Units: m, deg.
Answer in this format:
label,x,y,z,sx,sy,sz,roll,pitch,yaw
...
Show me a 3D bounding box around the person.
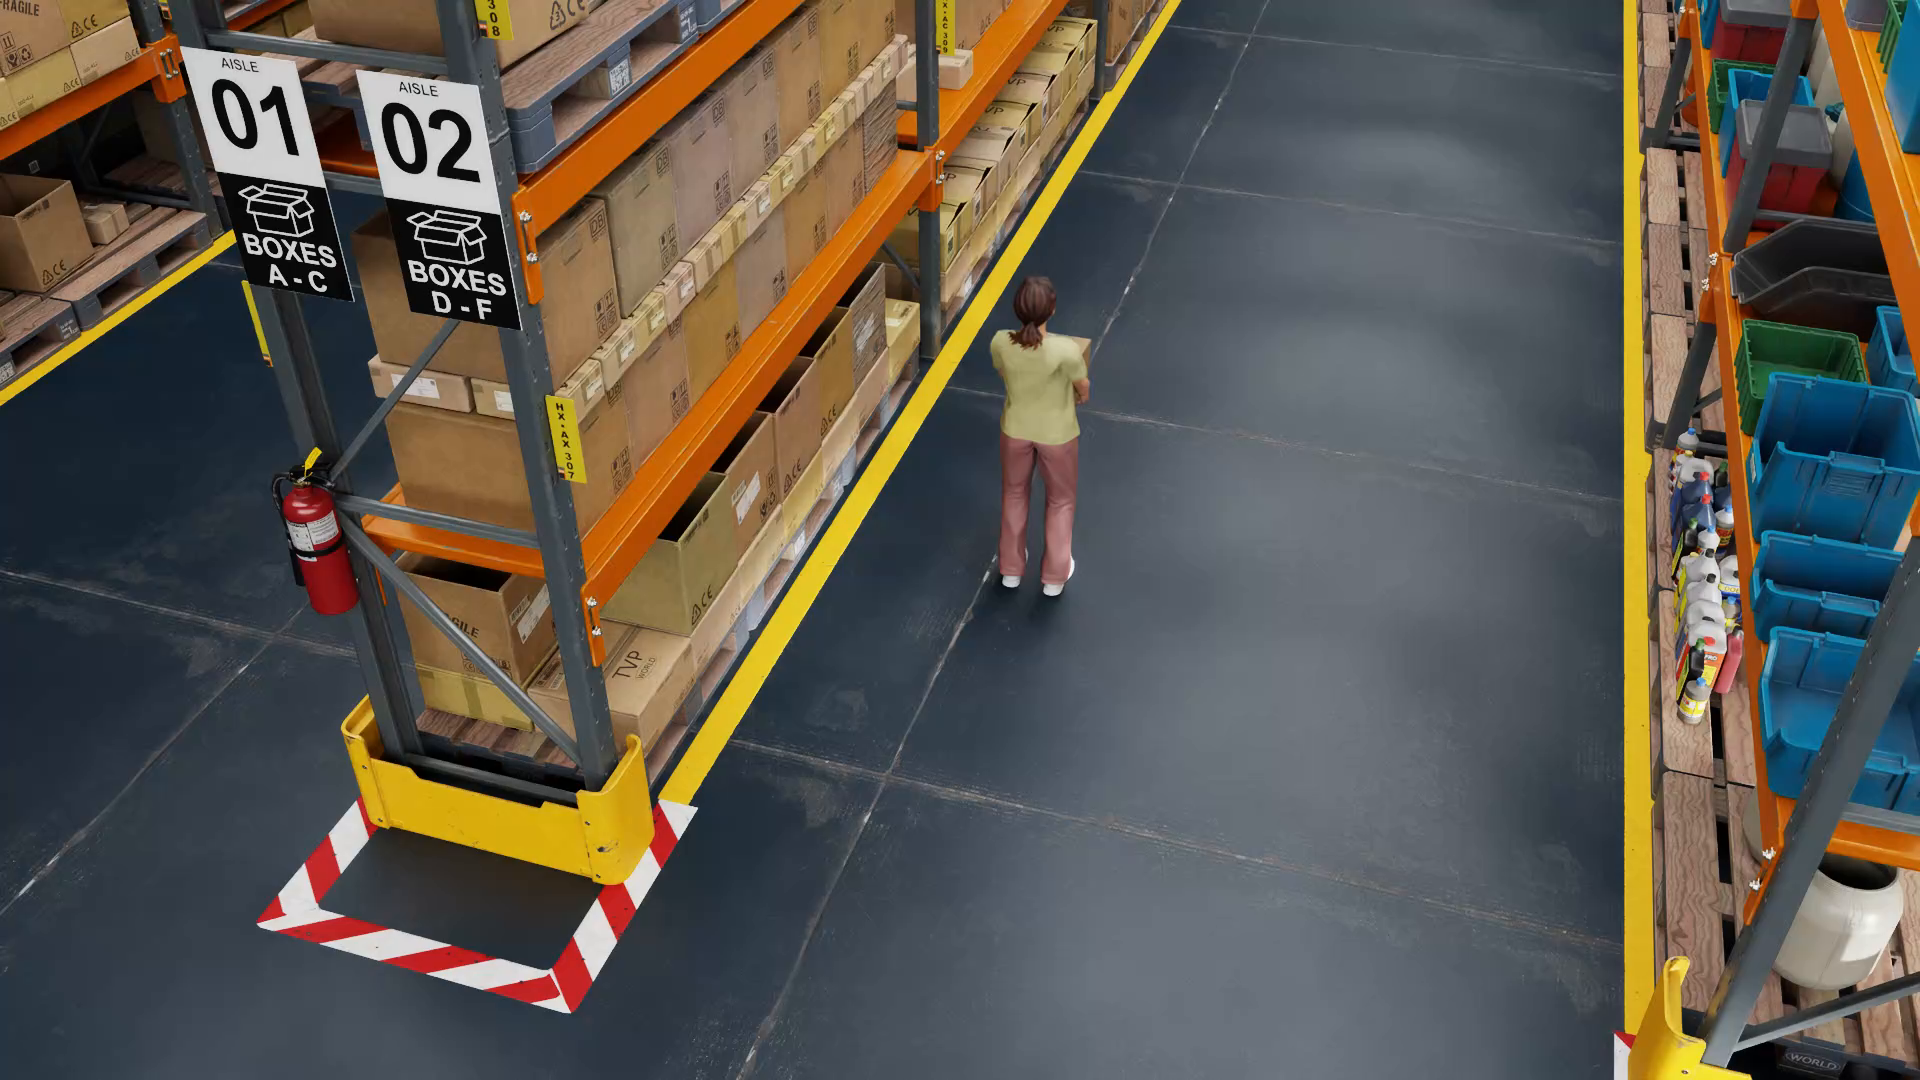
label,x,y,z,sx,sy,sz,roll,pitch,yaw
person,0.369,-0.512,7.577,0.426,1.662,0.554,11,39,14
